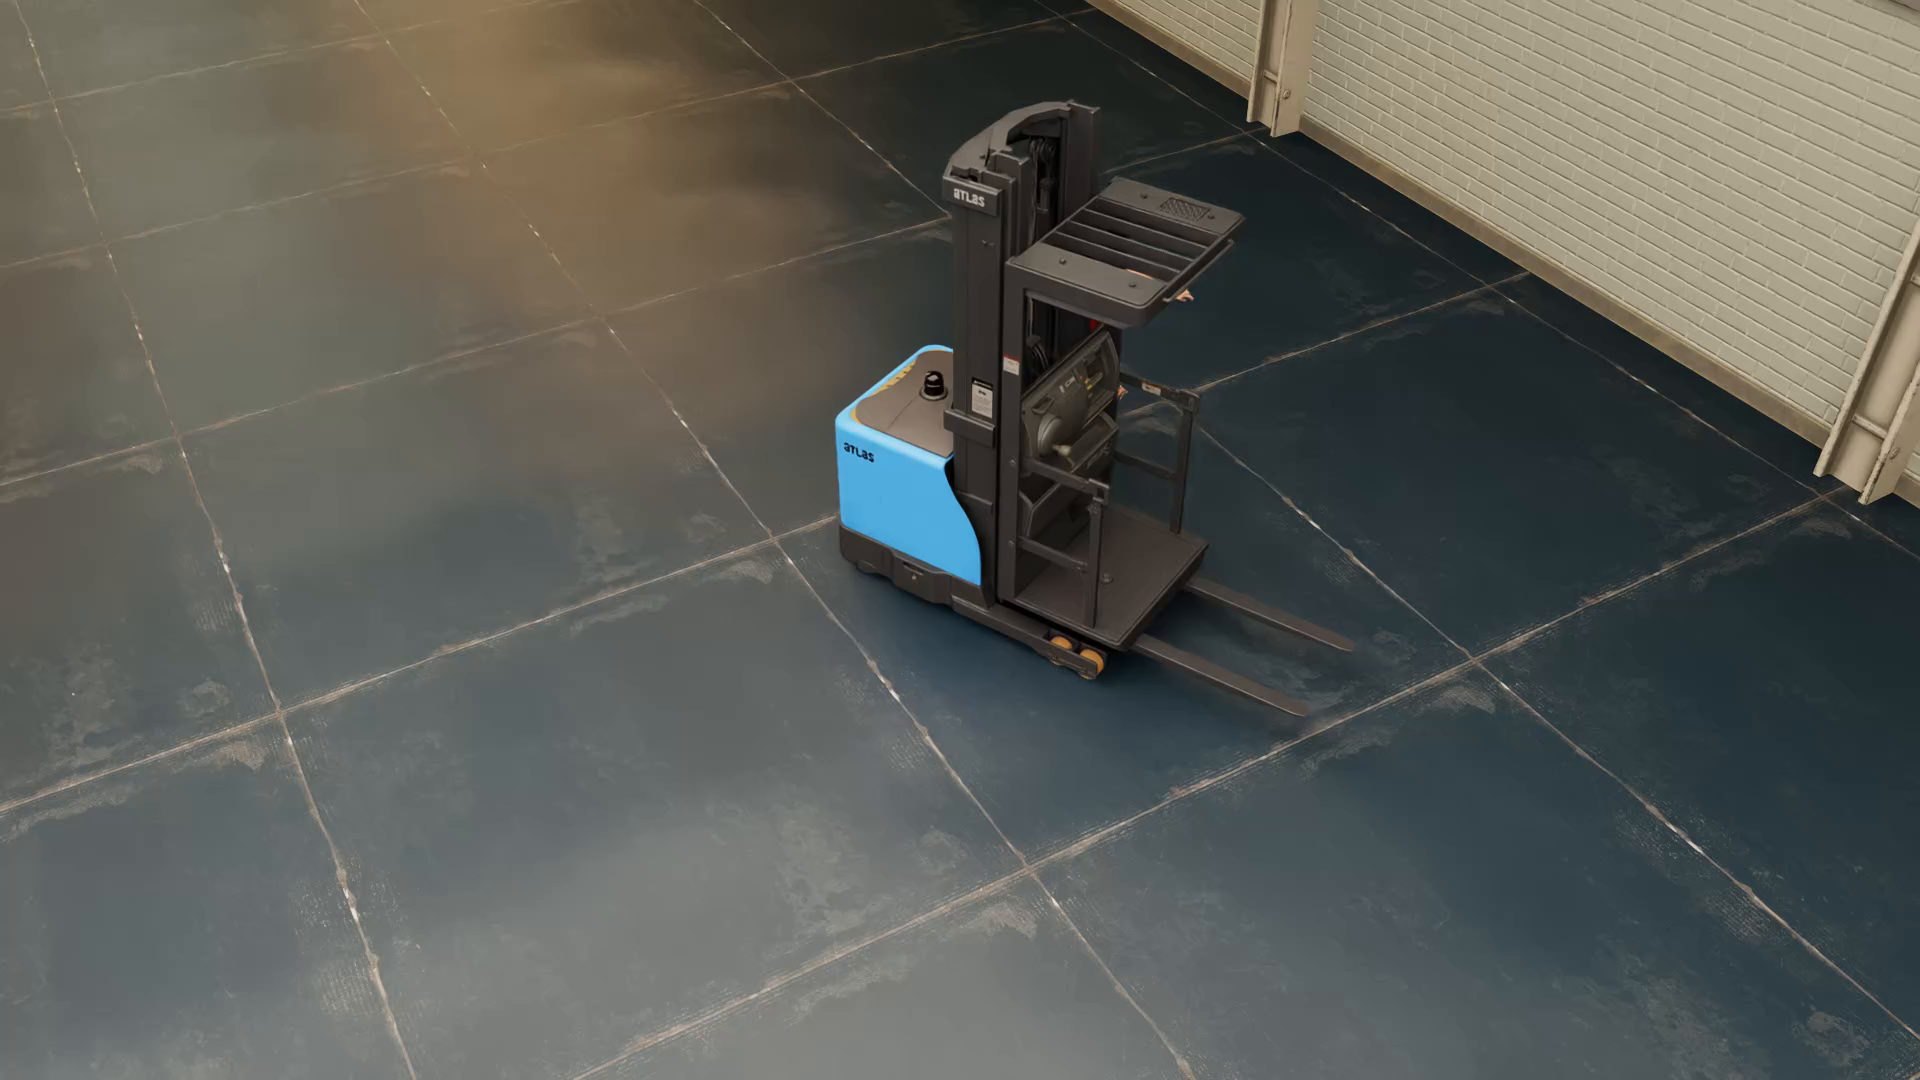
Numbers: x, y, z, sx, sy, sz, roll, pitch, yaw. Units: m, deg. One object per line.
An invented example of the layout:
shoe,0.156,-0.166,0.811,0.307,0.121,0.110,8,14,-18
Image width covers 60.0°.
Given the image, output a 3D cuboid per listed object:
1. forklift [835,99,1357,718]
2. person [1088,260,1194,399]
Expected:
forklift,0.774,-0.732,8.919,3.031,2.935,1.130,23,45,26
person,0.818,-1.034,10.438,0.852,1.478,1.441,17,43,19
